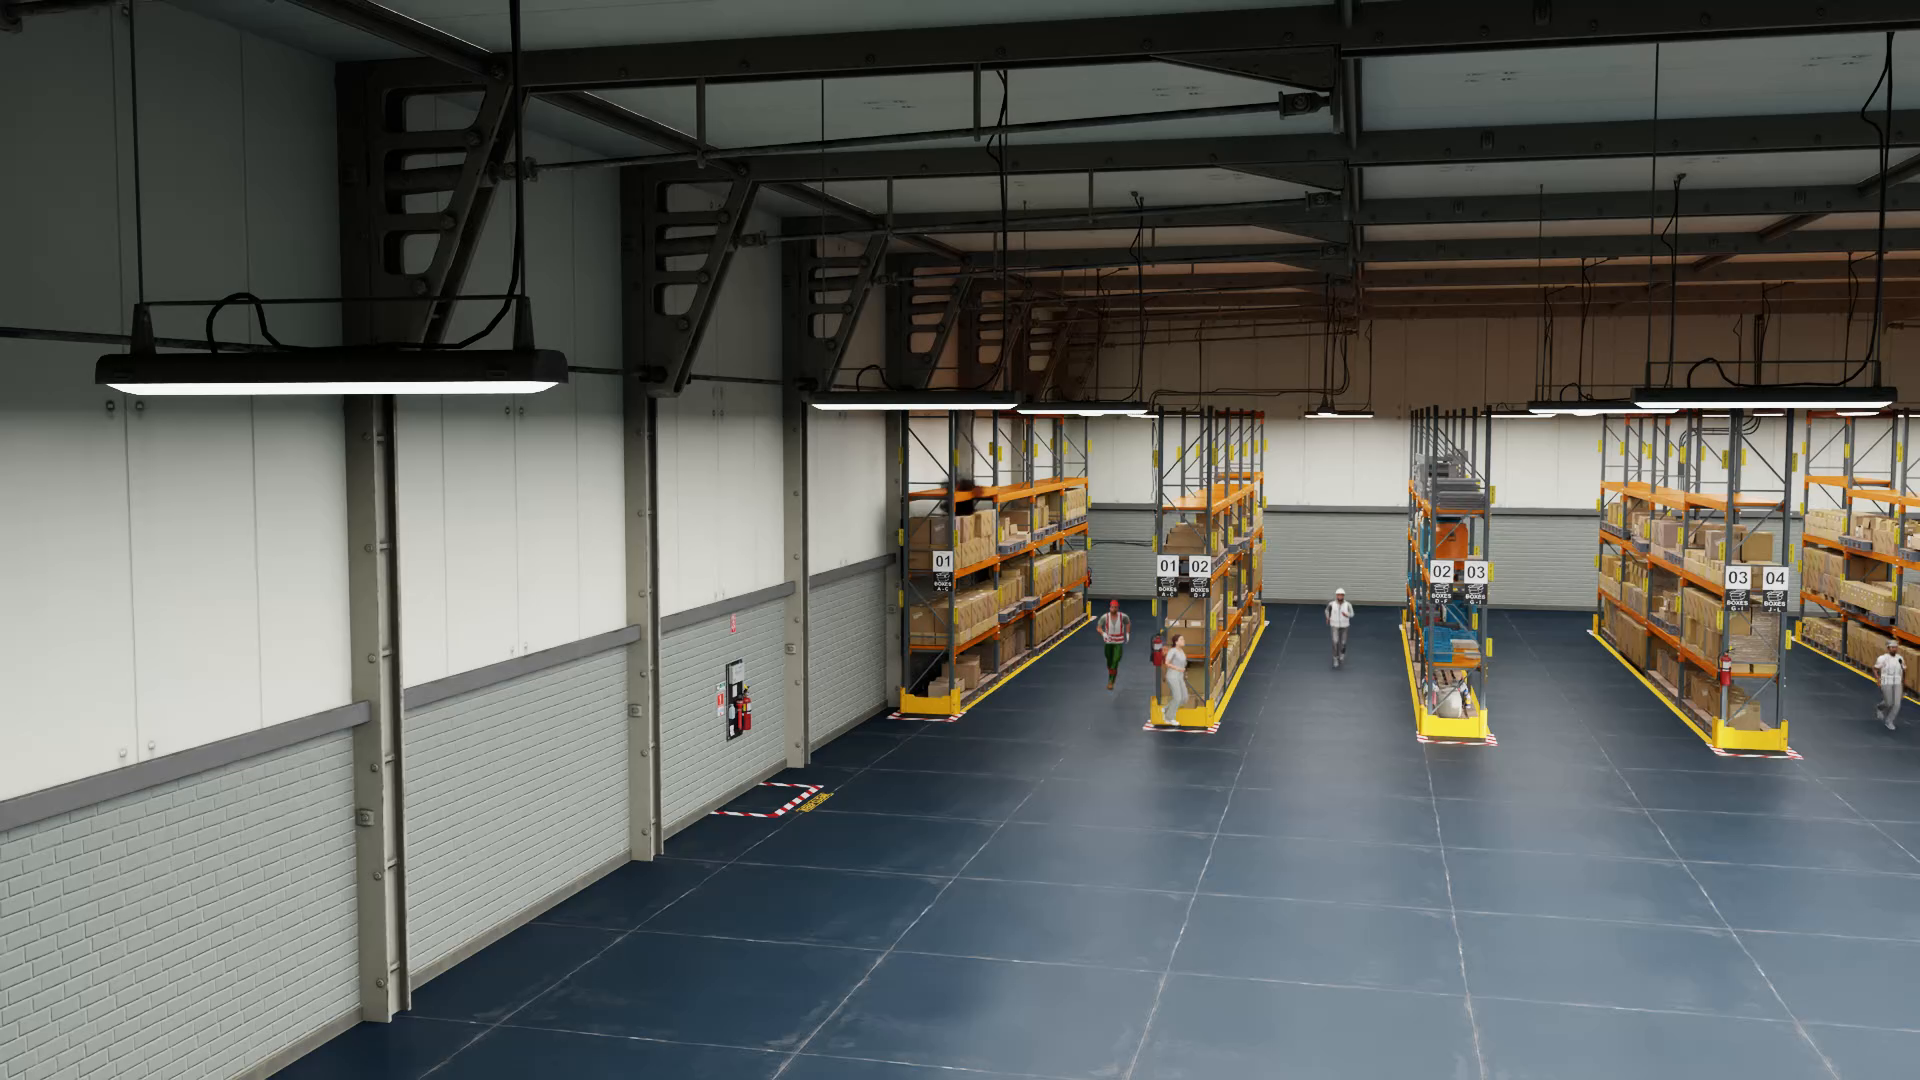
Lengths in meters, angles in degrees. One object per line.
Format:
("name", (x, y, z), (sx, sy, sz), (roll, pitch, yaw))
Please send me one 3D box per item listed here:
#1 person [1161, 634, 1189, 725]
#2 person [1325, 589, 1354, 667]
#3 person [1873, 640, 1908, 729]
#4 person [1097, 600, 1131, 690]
("person", (3.896, 2.493, 29.850), (0.570, 1.622, 0.600), (4, 5, 42))
("person", (8.879, 2.024, 38.888), (0.649, 1.780, 0.939), (1, 4, 10))
("person", (17.378, 2.684, 31.046), (0.583, 1.657, 0.558), (1, 4, 9))
("person", (3.135, 2.116, 33.973), (0.684, 1.793, 0.950), (1, 4, 8))
